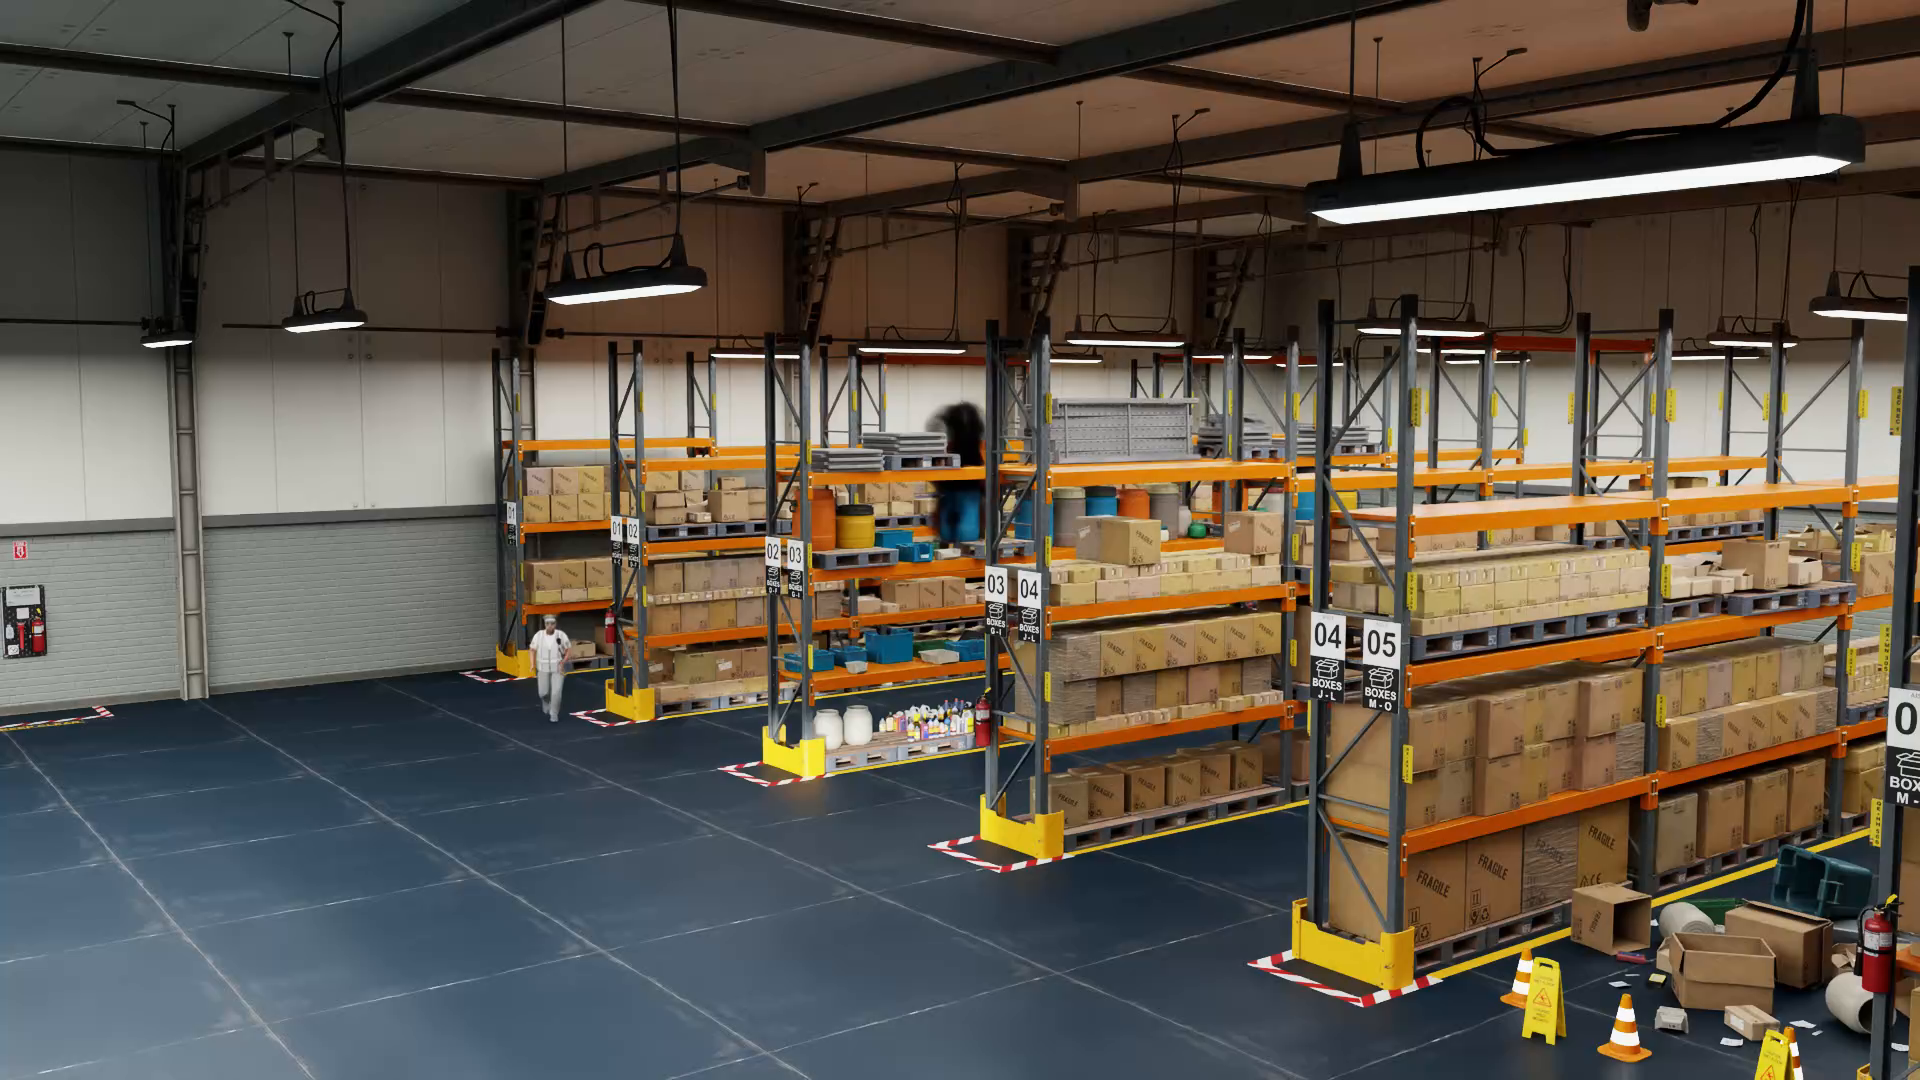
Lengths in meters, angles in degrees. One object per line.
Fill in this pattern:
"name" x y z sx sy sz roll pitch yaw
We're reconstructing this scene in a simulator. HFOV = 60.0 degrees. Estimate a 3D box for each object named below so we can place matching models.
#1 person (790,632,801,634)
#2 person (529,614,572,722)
"person" -2.979 1.564 30.870 0.668 1.757 0.683 -5 7 -42
"person" -6.463 2.006 26.212 0.644 1.717 0.635 -1 5 -9
